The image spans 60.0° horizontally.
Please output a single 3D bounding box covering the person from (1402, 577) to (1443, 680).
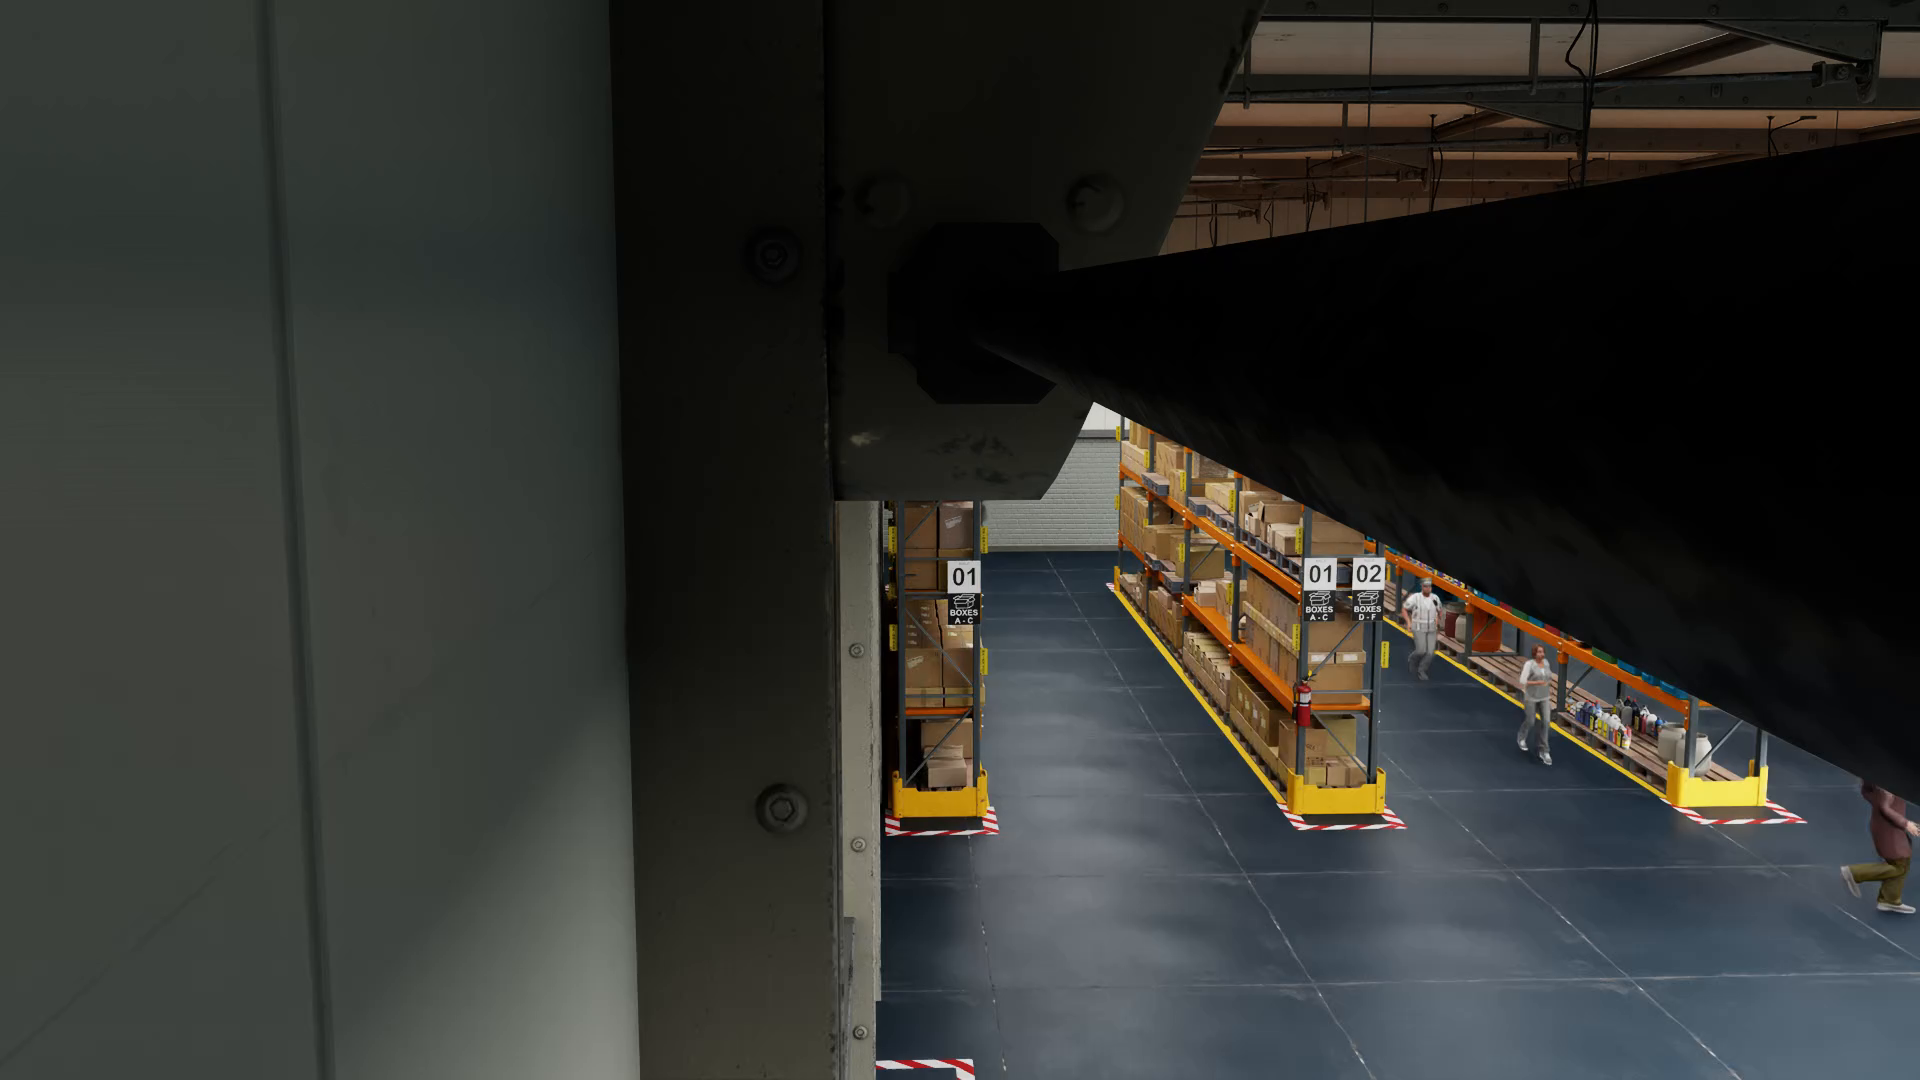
[{"bbox_3d":[7.764,1.485,27.764,0.657,1.743,0.590,-1,8,-6],"label":"person"}]

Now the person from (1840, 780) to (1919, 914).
[{"bbox_3d":[9.571,3.008,17.271,0.756,1.743,0.711,2,9,16],"label":"person"}]

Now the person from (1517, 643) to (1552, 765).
[{"bbox_3d":[7.968,2.225,22.984,0.532,1.604,0.798,-1,8,-7],"label":"person"}]
